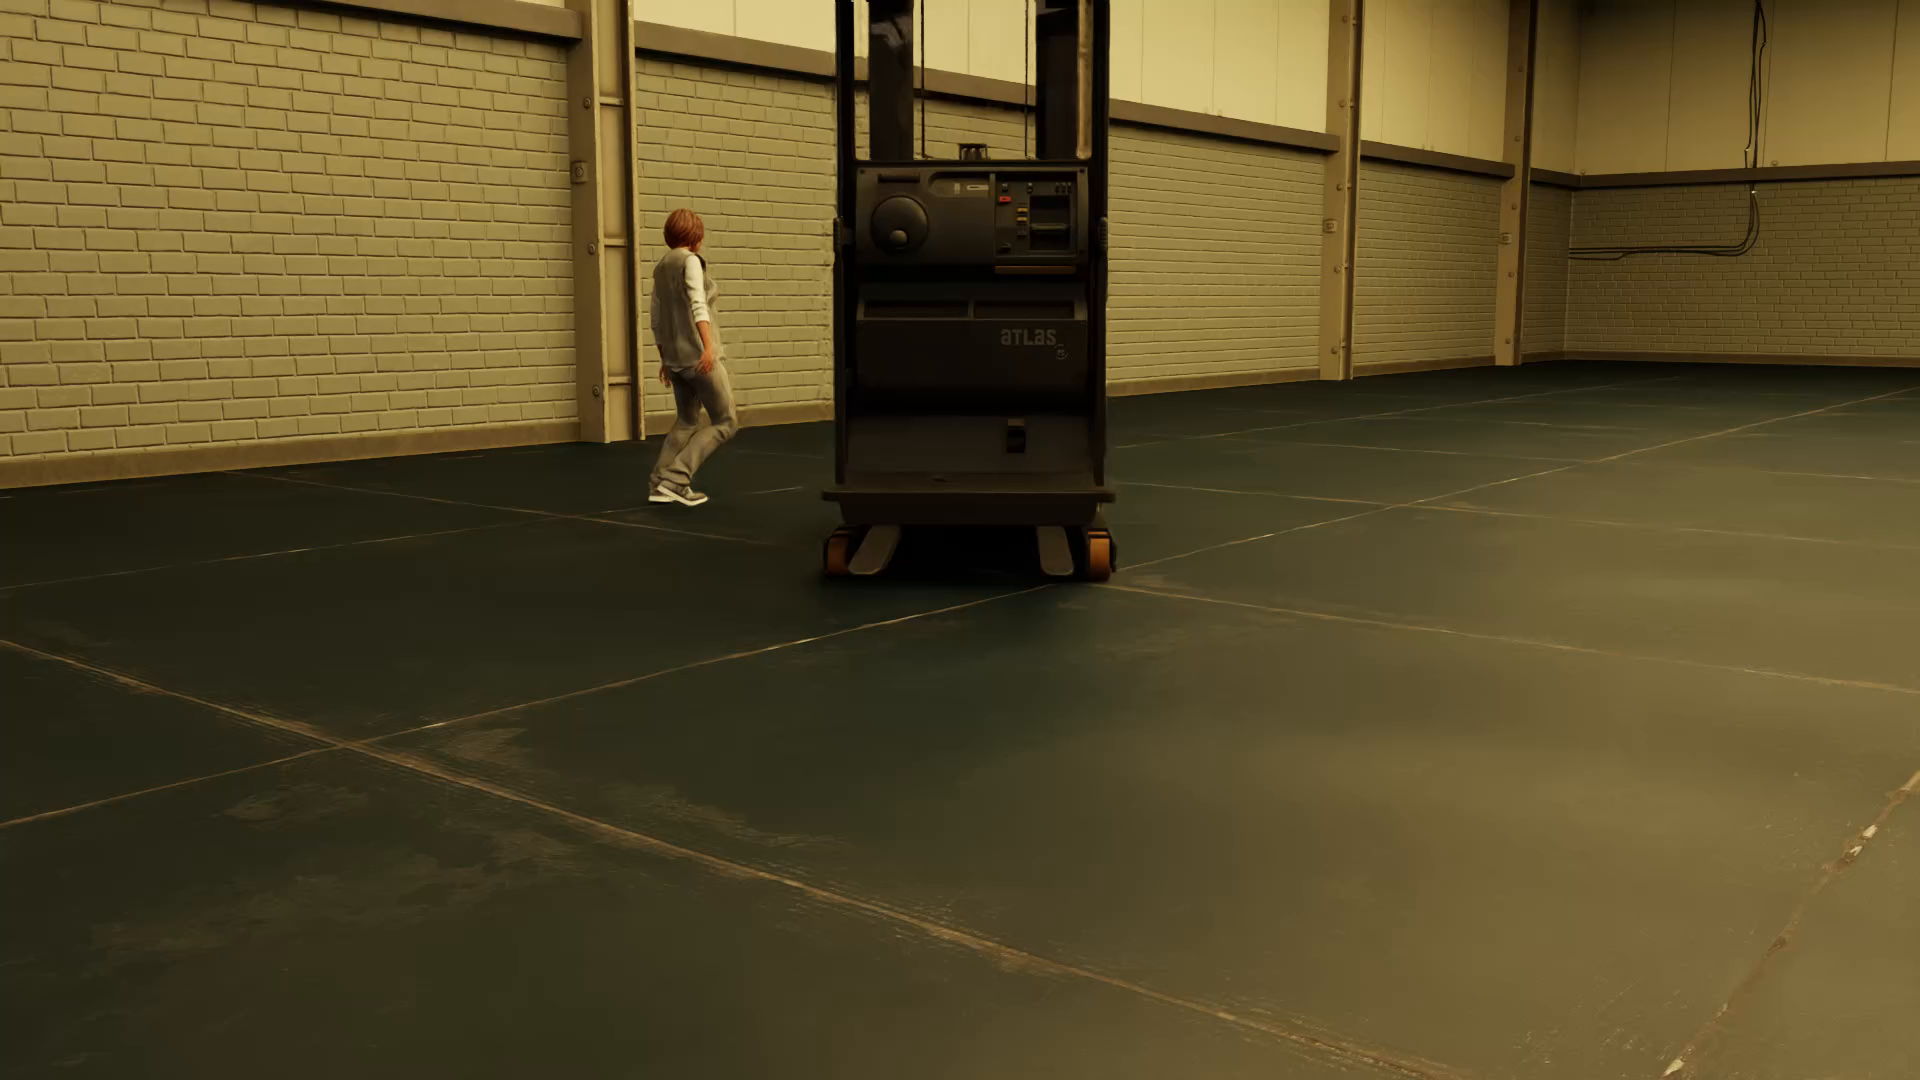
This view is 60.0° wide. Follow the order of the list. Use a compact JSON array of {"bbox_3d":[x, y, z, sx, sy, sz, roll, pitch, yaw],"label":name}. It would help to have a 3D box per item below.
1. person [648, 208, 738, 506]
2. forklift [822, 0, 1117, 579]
[{"bbox_3d":[-1.403,-0.909,8.452,0.444,1.508,0.742,-6,10,-33],"label":"person"},{"bbox_3d":[0.044,-1.343,6.457,1.130,2.935,3.031,0,8,2],"label":"forklift"}]
